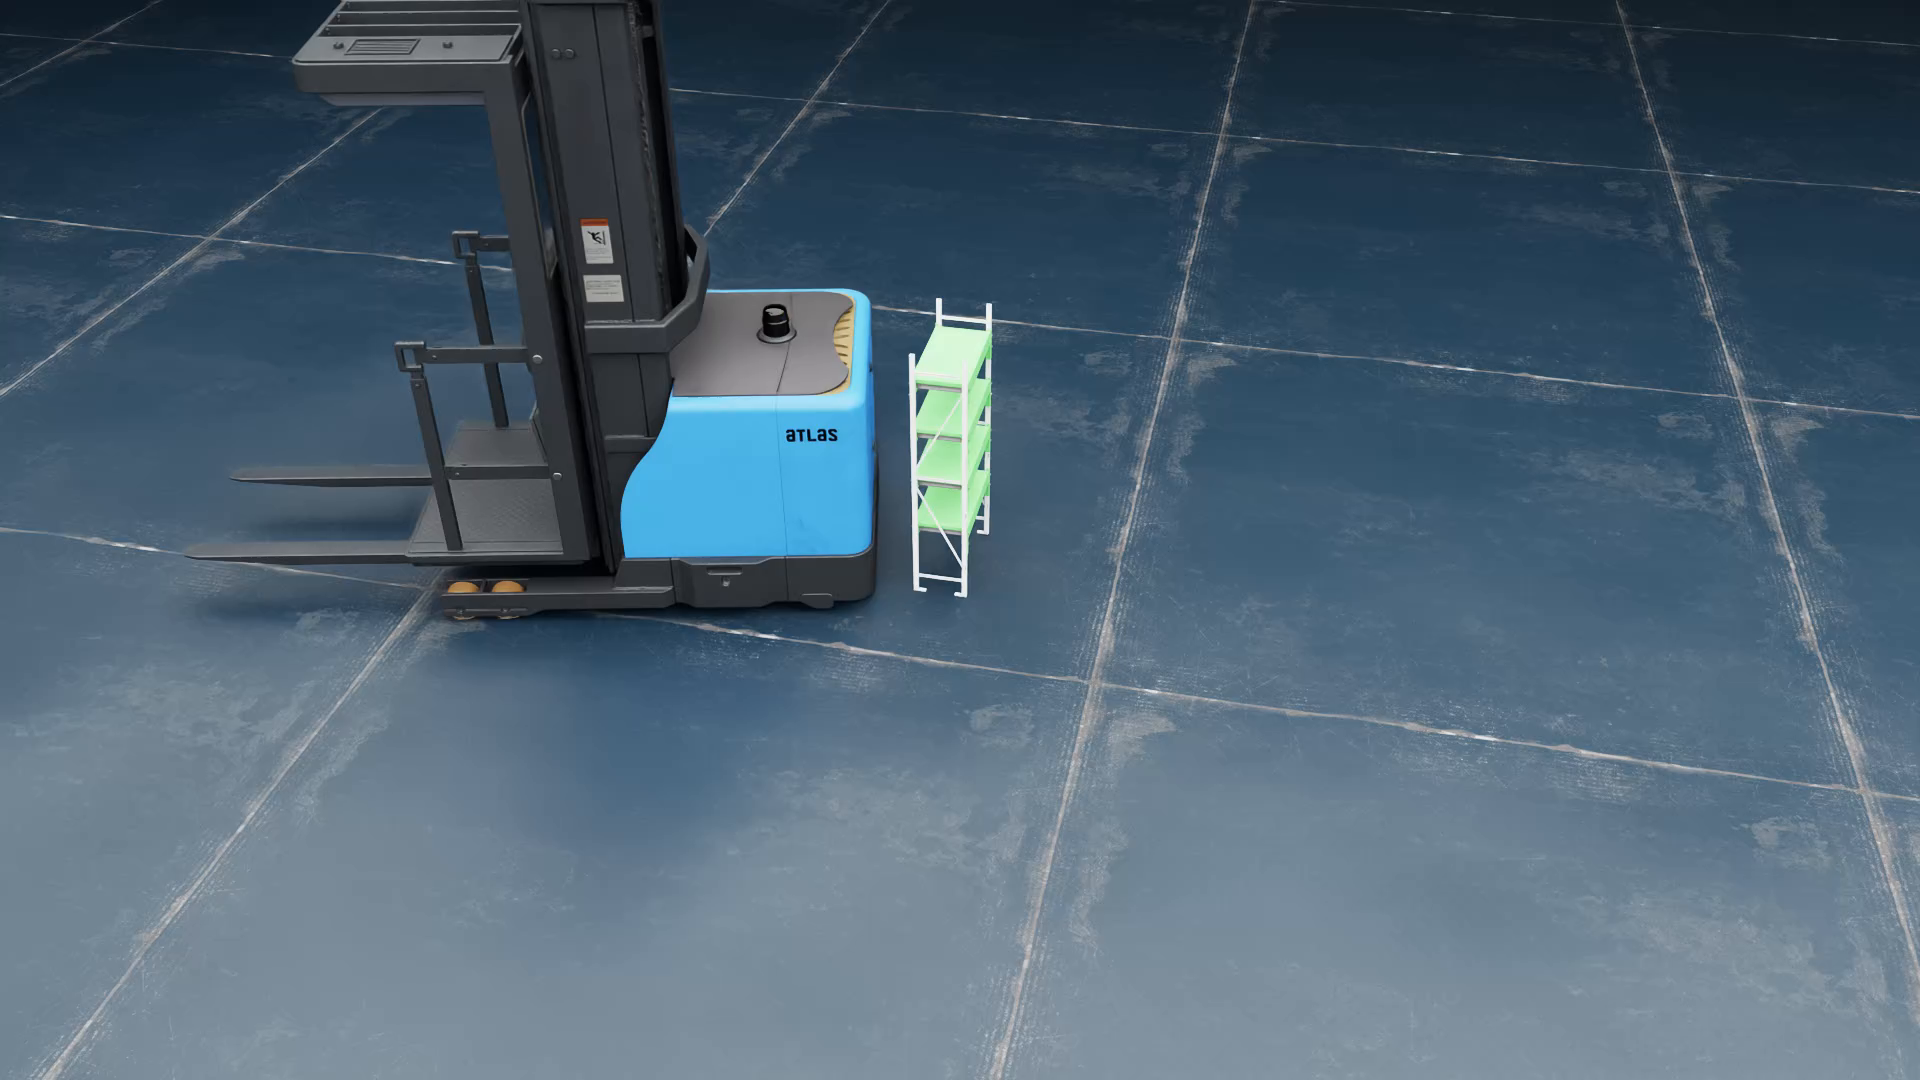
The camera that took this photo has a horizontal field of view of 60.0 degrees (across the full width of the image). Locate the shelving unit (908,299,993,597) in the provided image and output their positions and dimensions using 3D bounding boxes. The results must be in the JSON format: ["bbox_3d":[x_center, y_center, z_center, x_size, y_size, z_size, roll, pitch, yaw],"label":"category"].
[{"bbox_3d":[-0.035,-0.391,7.267,0.258,1.200,0.503,7,37,10],"label":"shelving unit"}]

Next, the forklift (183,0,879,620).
[{"bbox_3d":[-1.896,-1.153,6.844,3.031,2.935,1.130,-1,36,-1],"label":"forklift"}]

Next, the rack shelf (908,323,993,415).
[{"bbox_3d":[-0.035,-0.728,7.023,0.258,0.148,0.480,7,37,10],"label":"rack shelf"}]

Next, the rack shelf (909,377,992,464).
[{"bbox_3d":[-0.035,-0.534,7.164,0.258,0.148,0.480,7,37,10],"label":"rack shelf"}]

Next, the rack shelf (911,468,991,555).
[{"bbox_3d":[-0.035,-0.145,7.445,0.258,0.148,0.480,7,37,10],"label":"rack shelf"}]

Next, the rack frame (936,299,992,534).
[{"bbox_3d":[0.017,-0.531,7.460,0.240,1.200,0.015,7,37,10],"label":"rack frame"}]

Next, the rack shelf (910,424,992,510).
[{"bbox_3d":[-0.035,-0.339,7.304,0.258,0.148,0.480,7,37,10],"label":"rack shelf"}]

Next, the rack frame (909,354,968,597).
[{"bbox_3d":[-0.087,-0.251,7.074,0.240,1.200,0.015,7,37,10],"label":"rack frame"}]
